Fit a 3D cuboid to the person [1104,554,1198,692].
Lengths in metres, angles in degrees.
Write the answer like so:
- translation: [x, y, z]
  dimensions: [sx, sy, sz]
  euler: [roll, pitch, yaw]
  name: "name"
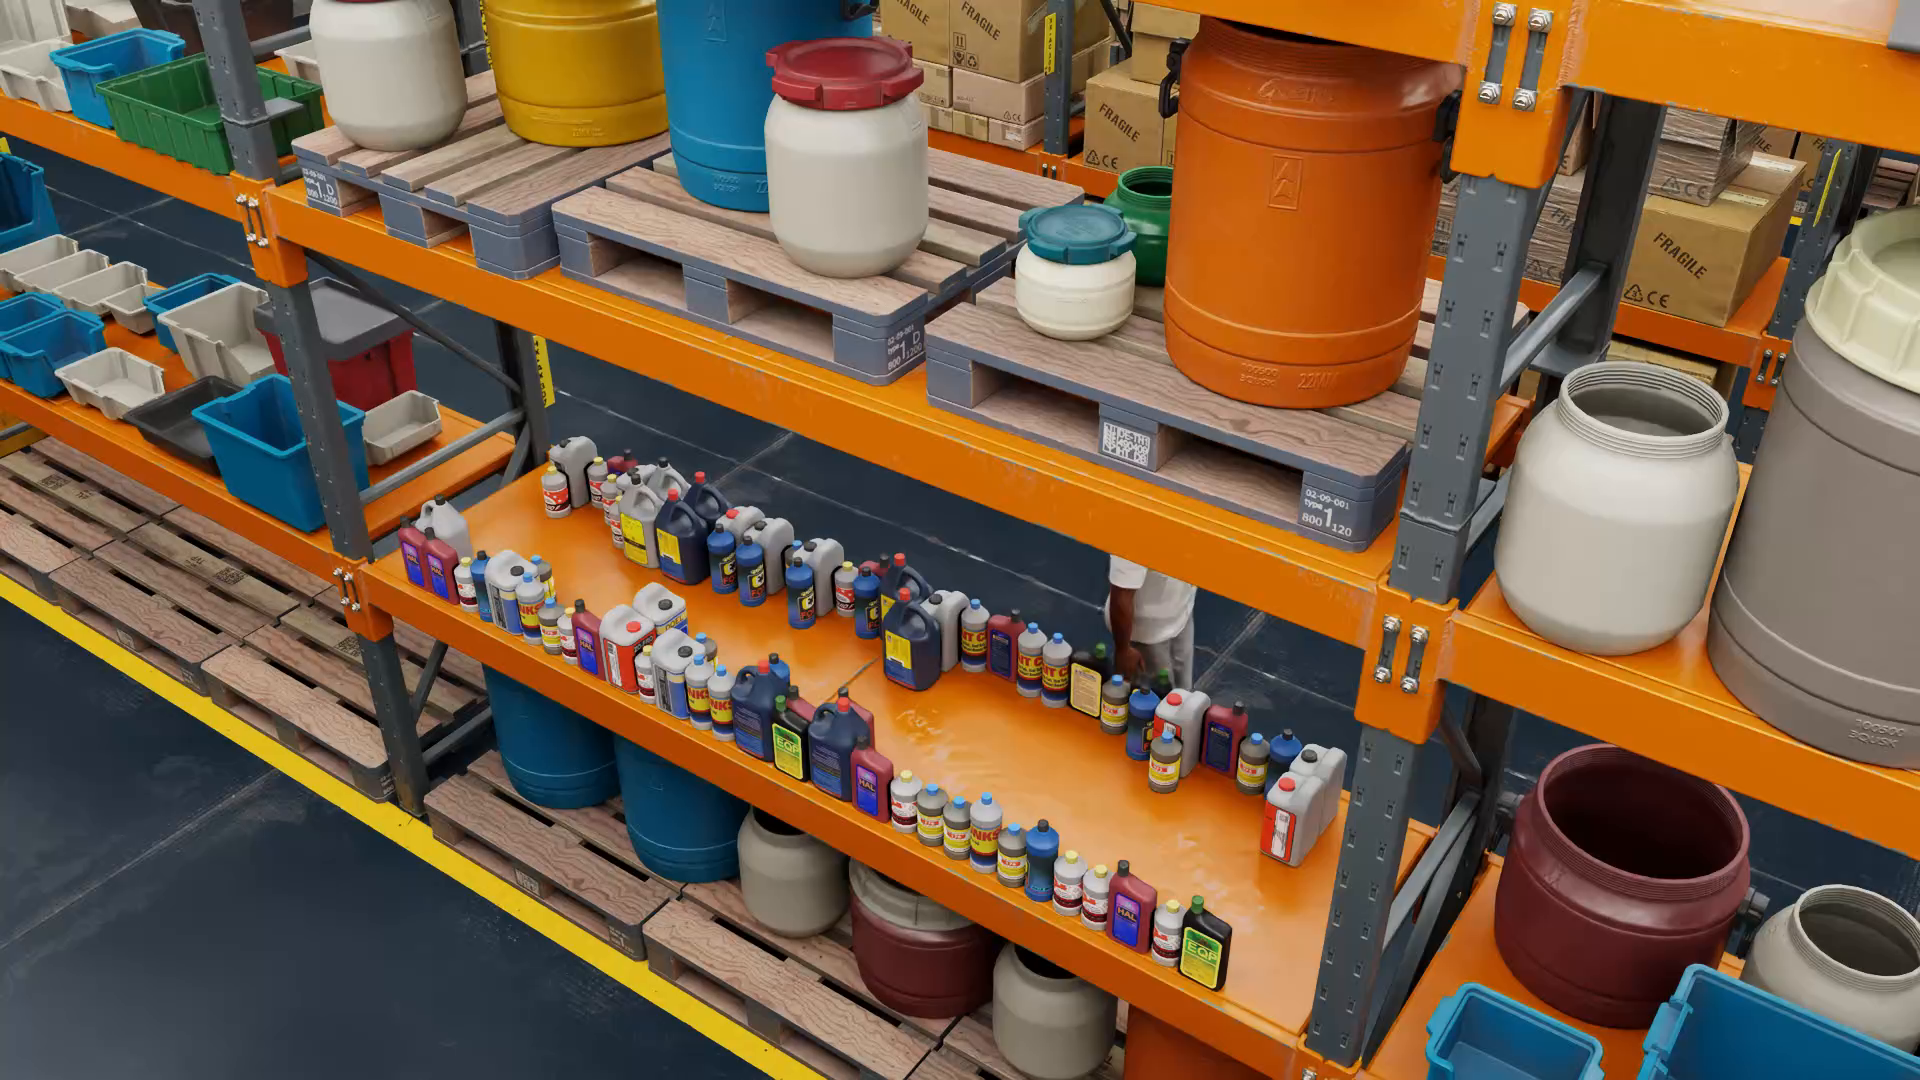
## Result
- translation: [0.708, 0.295, 6.660]
  dimensions: [0.683, 1.754, 0.582]
  euler: [16, 37, 22]
  name: "person"
